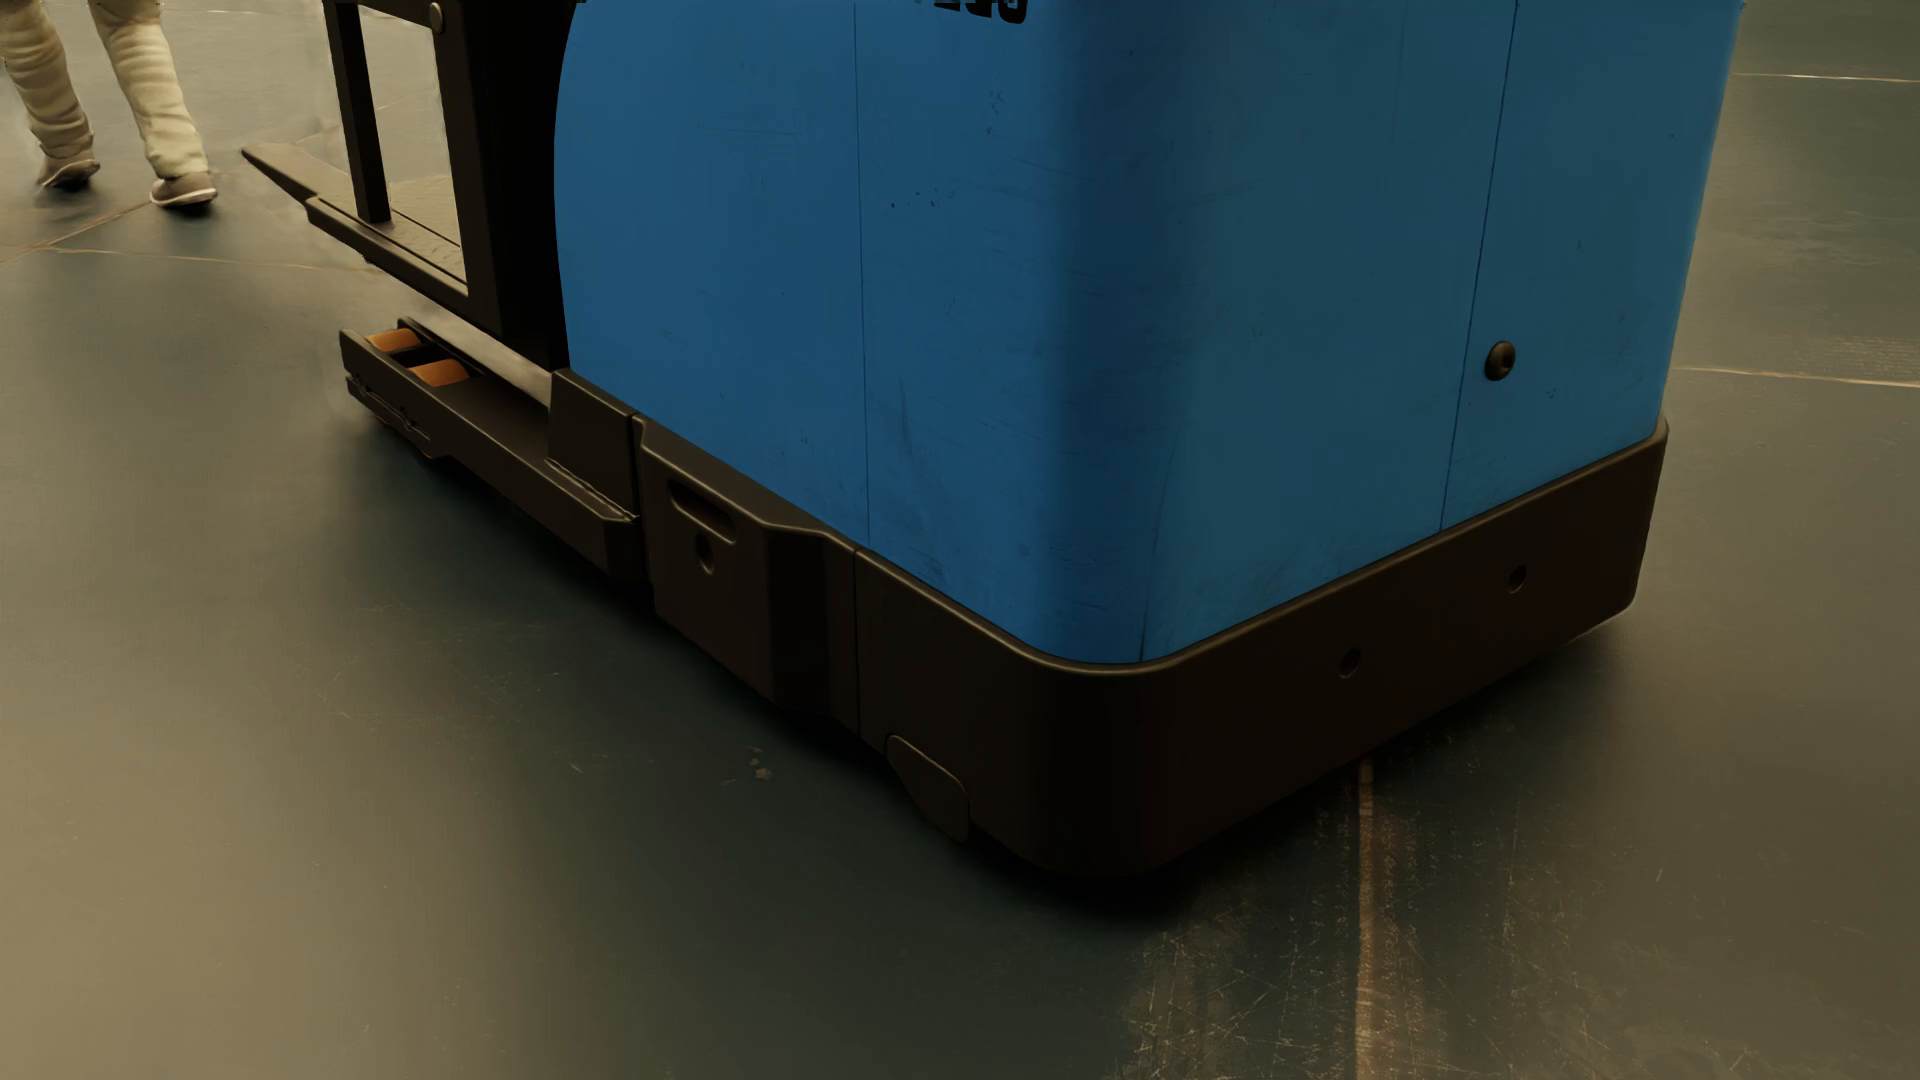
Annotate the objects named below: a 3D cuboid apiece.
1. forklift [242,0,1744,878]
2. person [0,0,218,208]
[{"bbox_3d":[-0.416,-1.565,2.347,1.130,2.935,3.031,-20,33,-34],"label":"forklift"},{"bbox_3d":[-2.095,-1.559,3.874,0.850,1.645,0.524,20,33,34],"label":"person"}]
